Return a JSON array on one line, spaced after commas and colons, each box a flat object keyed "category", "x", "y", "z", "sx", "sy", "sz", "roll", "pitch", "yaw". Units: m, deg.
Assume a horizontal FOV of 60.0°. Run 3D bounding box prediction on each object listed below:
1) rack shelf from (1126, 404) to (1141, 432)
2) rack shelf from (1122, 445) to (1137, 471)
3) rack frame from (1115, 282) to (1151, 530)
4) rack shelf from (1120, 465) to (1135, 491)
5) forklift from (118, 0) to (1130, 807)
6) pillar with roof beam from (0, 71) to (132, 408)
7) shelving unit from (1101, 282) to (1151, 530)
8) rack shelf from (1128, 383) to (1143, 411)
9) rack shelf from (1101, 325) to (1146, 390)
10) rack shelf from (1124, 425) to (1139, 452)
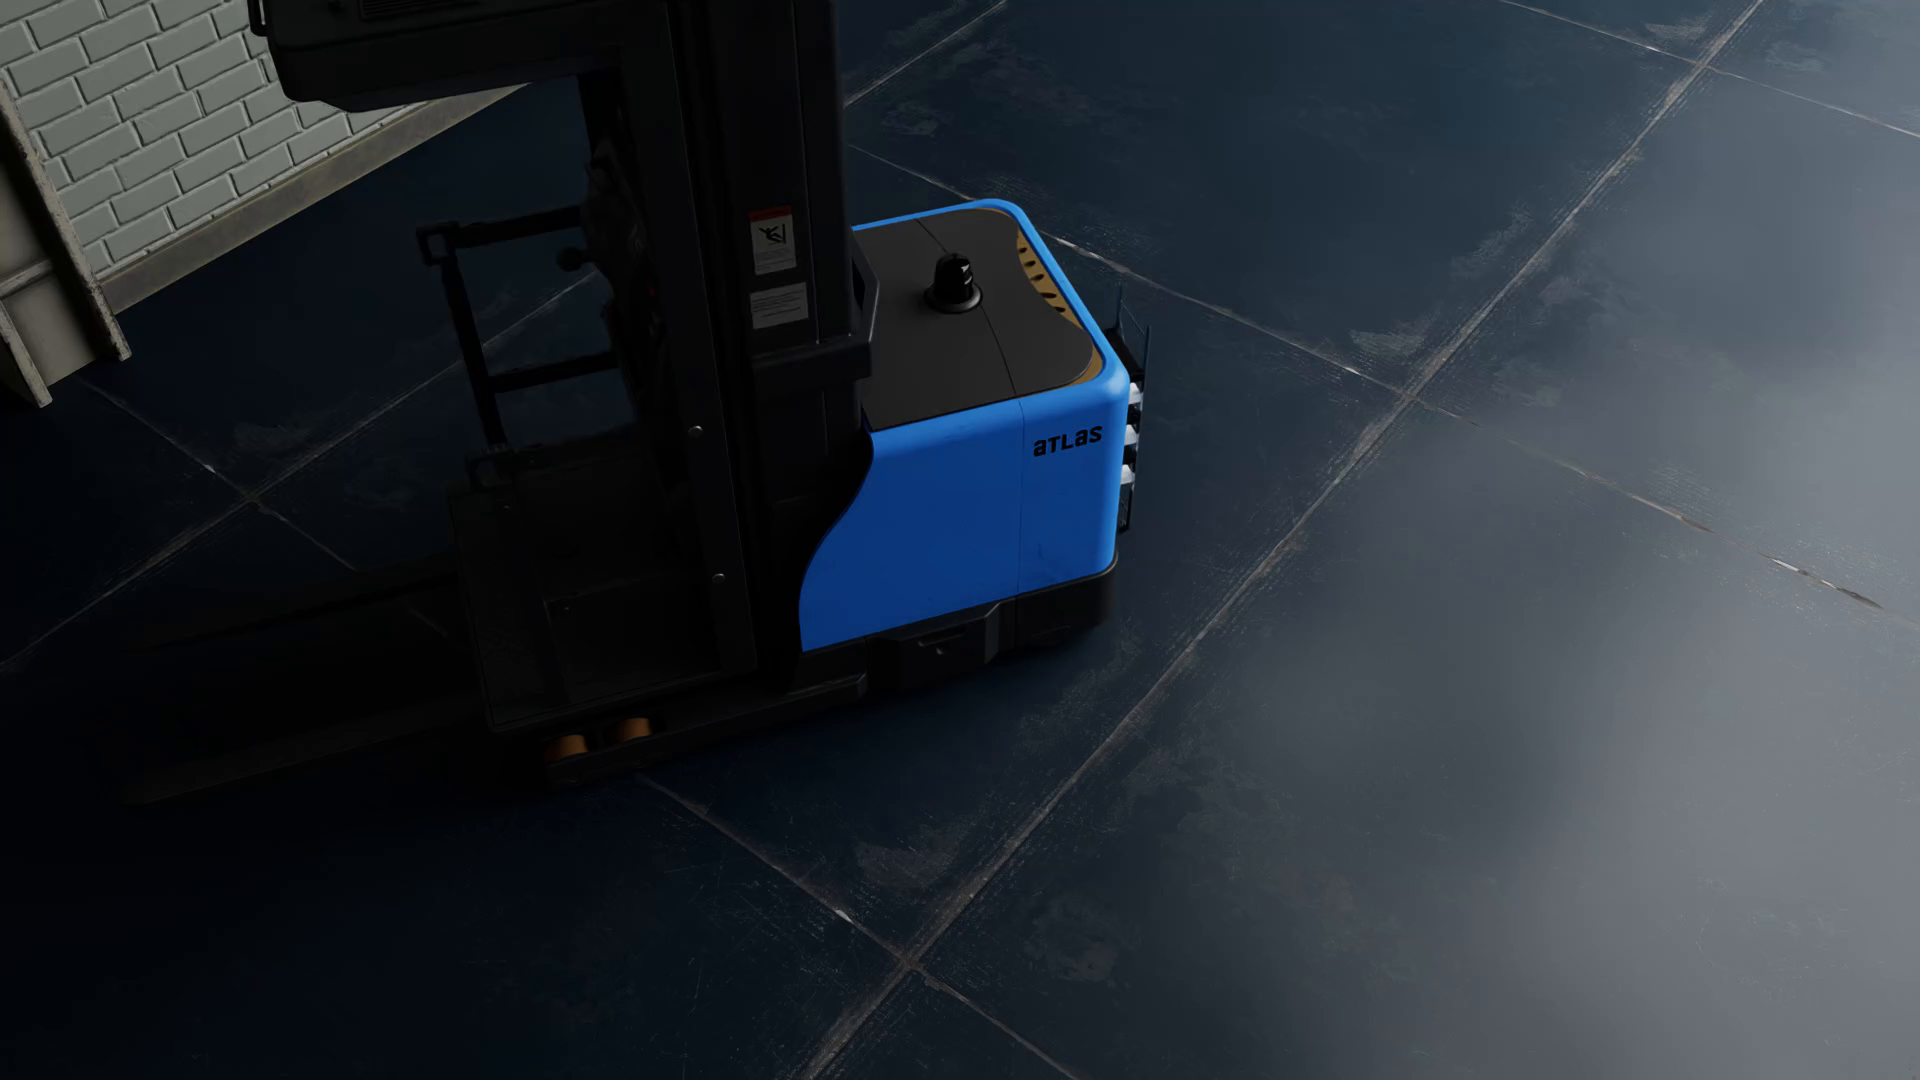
[{"category": "rack shelf", "x": 0.452, "y": -0.441, "z": 5.471, "sx": 0.200, "sy": 0.077, "sz": 0.258, "roll": -14, "pitch": 48, "yaw": -13}, {"category": "rack shelf", "x": 0.452, "y": -0.317, "z": 5.601, "sx": 0.200, "sy": 0.077, "sz": 0.258, "roll": -14, "pitch": 48, "yaw": -13}, {"category": "rack frame", "x": 0.548, "y": -0.427, "z": 5.535, "sx": 0.006, "sy": 0.900, "sz": 0.240, "roll": -14, "pitch": 48, "yaw": -13}, {"category": "rack shelf", "x": 0.452, "y": -0.255, "z": 5.666, "sx": 0.200, "sy": 0.077, "sz": 0.258, "roll": -14, "pitch": 48, "yaw": -13}, {"category": "forklift", "x": -1.072, "y": -0.699, "z": 4.390, "sx": 3.031, "sy": 2.935, "sz": 1.130, "roll": -14, "pitch": 48, "yaw": -13}, {"category": "pillar with roof beam", "x": -0.037, "y": -1.877, "z": 1.320, "sx": 9.100, "sy": 9.000, "sz": 0.400, "roll": 29, "pitch": 53, "yaw": 25}, {"category": "shelving unit", "x": 0.452, "y": -0.402, "z": 5.512, "sx": 0.210, "sy": 0.900, "sz": 0.258, "roll": -14, "pitch": 48, "yaw": -13}, {"category": "rack shelf", "x": 0.452, "y": -0.504, "z": 5.406, "sx": 0.200, "sy": 0.077, "sz": 0.258, "roll": -14, "pitch": 48, "yaw": -13}, {"category": "rack shelf", "x": 0.452, "y": -0.566, "z": 5.341, "sx": 0.200, "sy": 0.077, "sz": 0.258, "roll": -14, "pitch": 48, "yaw": -13}, {"category": "rack shelf", "x": 0.452, "y": -0.379, "z": 5.536, "sx": 0.200, "sy": 0.077, "sz": 0.258, "roll": -14, "pitch": 48, "yaw": -13}]
